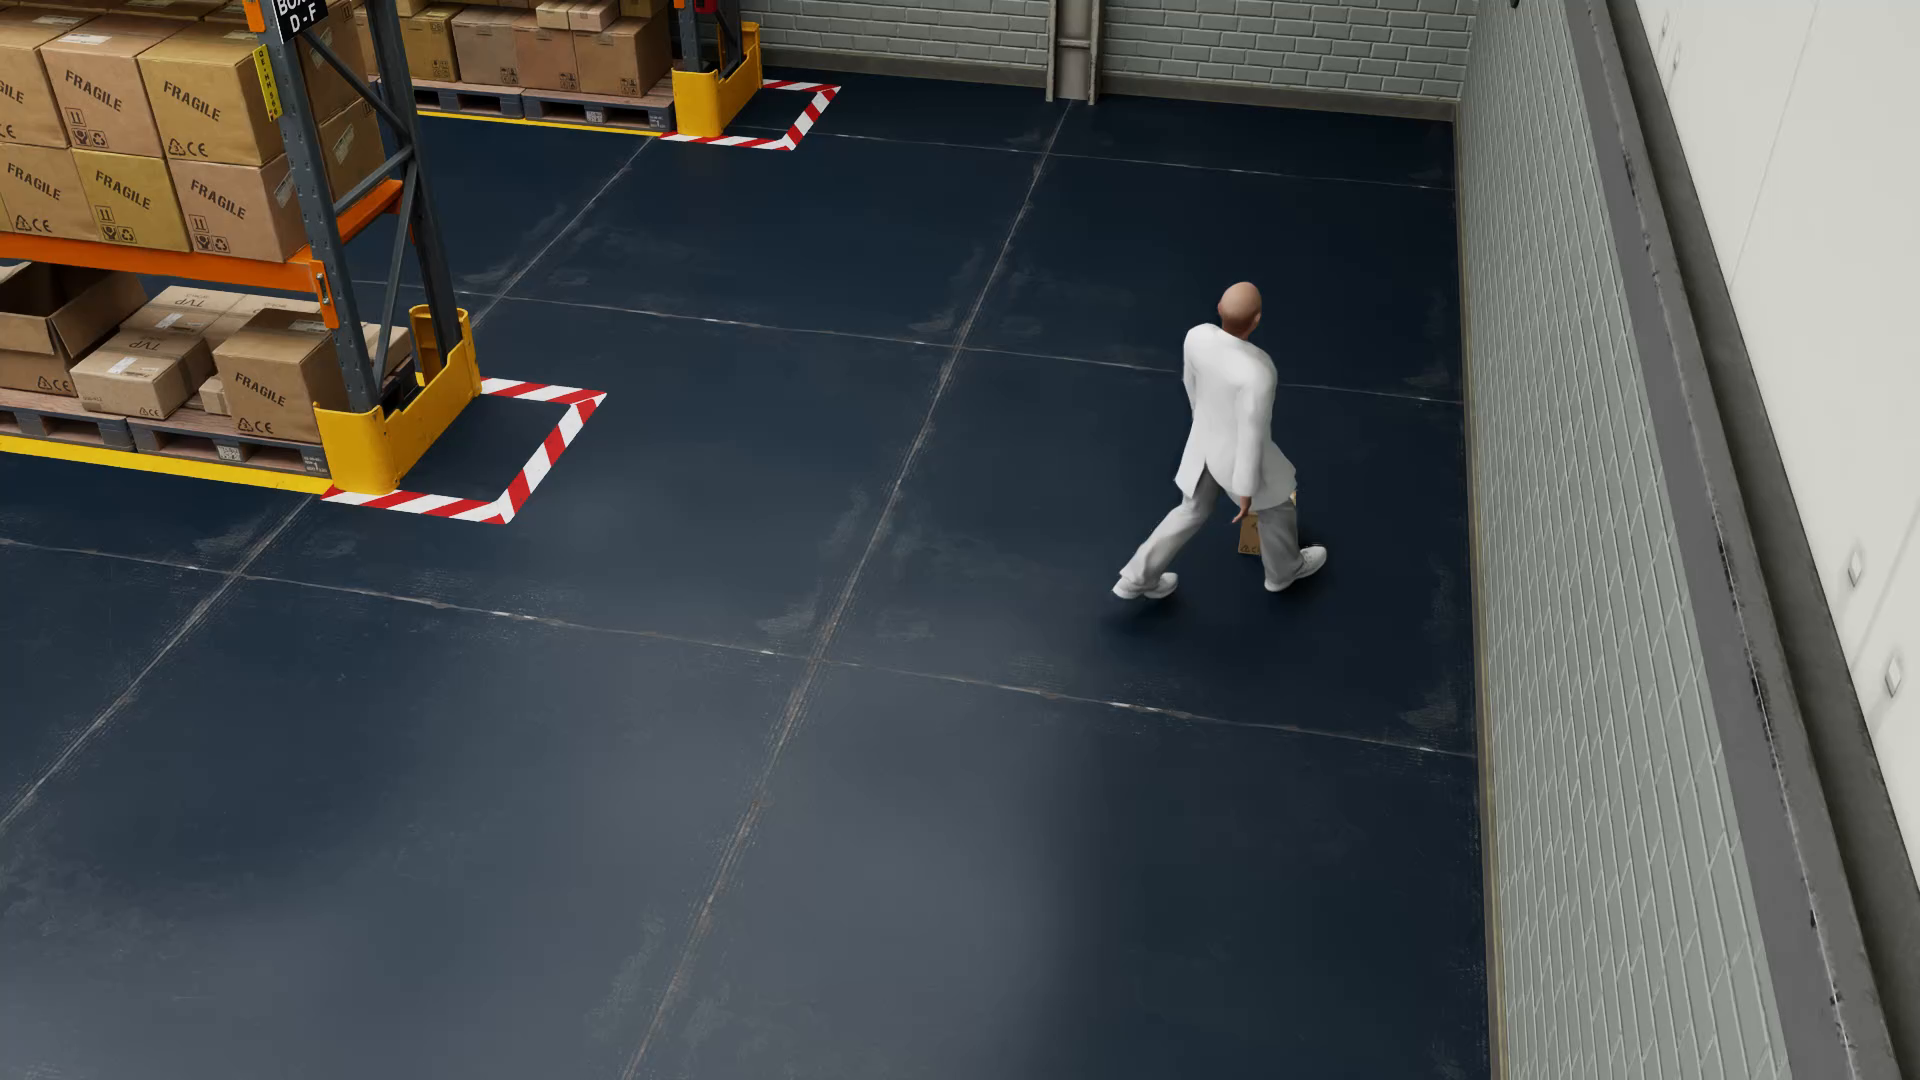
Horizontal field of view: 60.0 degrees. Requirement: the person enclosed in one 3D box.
[{"bbox_3d":[1.279,-0.434,7.611,1.120,1.720,0.613,-22,42,-27],"label":"person"}]
